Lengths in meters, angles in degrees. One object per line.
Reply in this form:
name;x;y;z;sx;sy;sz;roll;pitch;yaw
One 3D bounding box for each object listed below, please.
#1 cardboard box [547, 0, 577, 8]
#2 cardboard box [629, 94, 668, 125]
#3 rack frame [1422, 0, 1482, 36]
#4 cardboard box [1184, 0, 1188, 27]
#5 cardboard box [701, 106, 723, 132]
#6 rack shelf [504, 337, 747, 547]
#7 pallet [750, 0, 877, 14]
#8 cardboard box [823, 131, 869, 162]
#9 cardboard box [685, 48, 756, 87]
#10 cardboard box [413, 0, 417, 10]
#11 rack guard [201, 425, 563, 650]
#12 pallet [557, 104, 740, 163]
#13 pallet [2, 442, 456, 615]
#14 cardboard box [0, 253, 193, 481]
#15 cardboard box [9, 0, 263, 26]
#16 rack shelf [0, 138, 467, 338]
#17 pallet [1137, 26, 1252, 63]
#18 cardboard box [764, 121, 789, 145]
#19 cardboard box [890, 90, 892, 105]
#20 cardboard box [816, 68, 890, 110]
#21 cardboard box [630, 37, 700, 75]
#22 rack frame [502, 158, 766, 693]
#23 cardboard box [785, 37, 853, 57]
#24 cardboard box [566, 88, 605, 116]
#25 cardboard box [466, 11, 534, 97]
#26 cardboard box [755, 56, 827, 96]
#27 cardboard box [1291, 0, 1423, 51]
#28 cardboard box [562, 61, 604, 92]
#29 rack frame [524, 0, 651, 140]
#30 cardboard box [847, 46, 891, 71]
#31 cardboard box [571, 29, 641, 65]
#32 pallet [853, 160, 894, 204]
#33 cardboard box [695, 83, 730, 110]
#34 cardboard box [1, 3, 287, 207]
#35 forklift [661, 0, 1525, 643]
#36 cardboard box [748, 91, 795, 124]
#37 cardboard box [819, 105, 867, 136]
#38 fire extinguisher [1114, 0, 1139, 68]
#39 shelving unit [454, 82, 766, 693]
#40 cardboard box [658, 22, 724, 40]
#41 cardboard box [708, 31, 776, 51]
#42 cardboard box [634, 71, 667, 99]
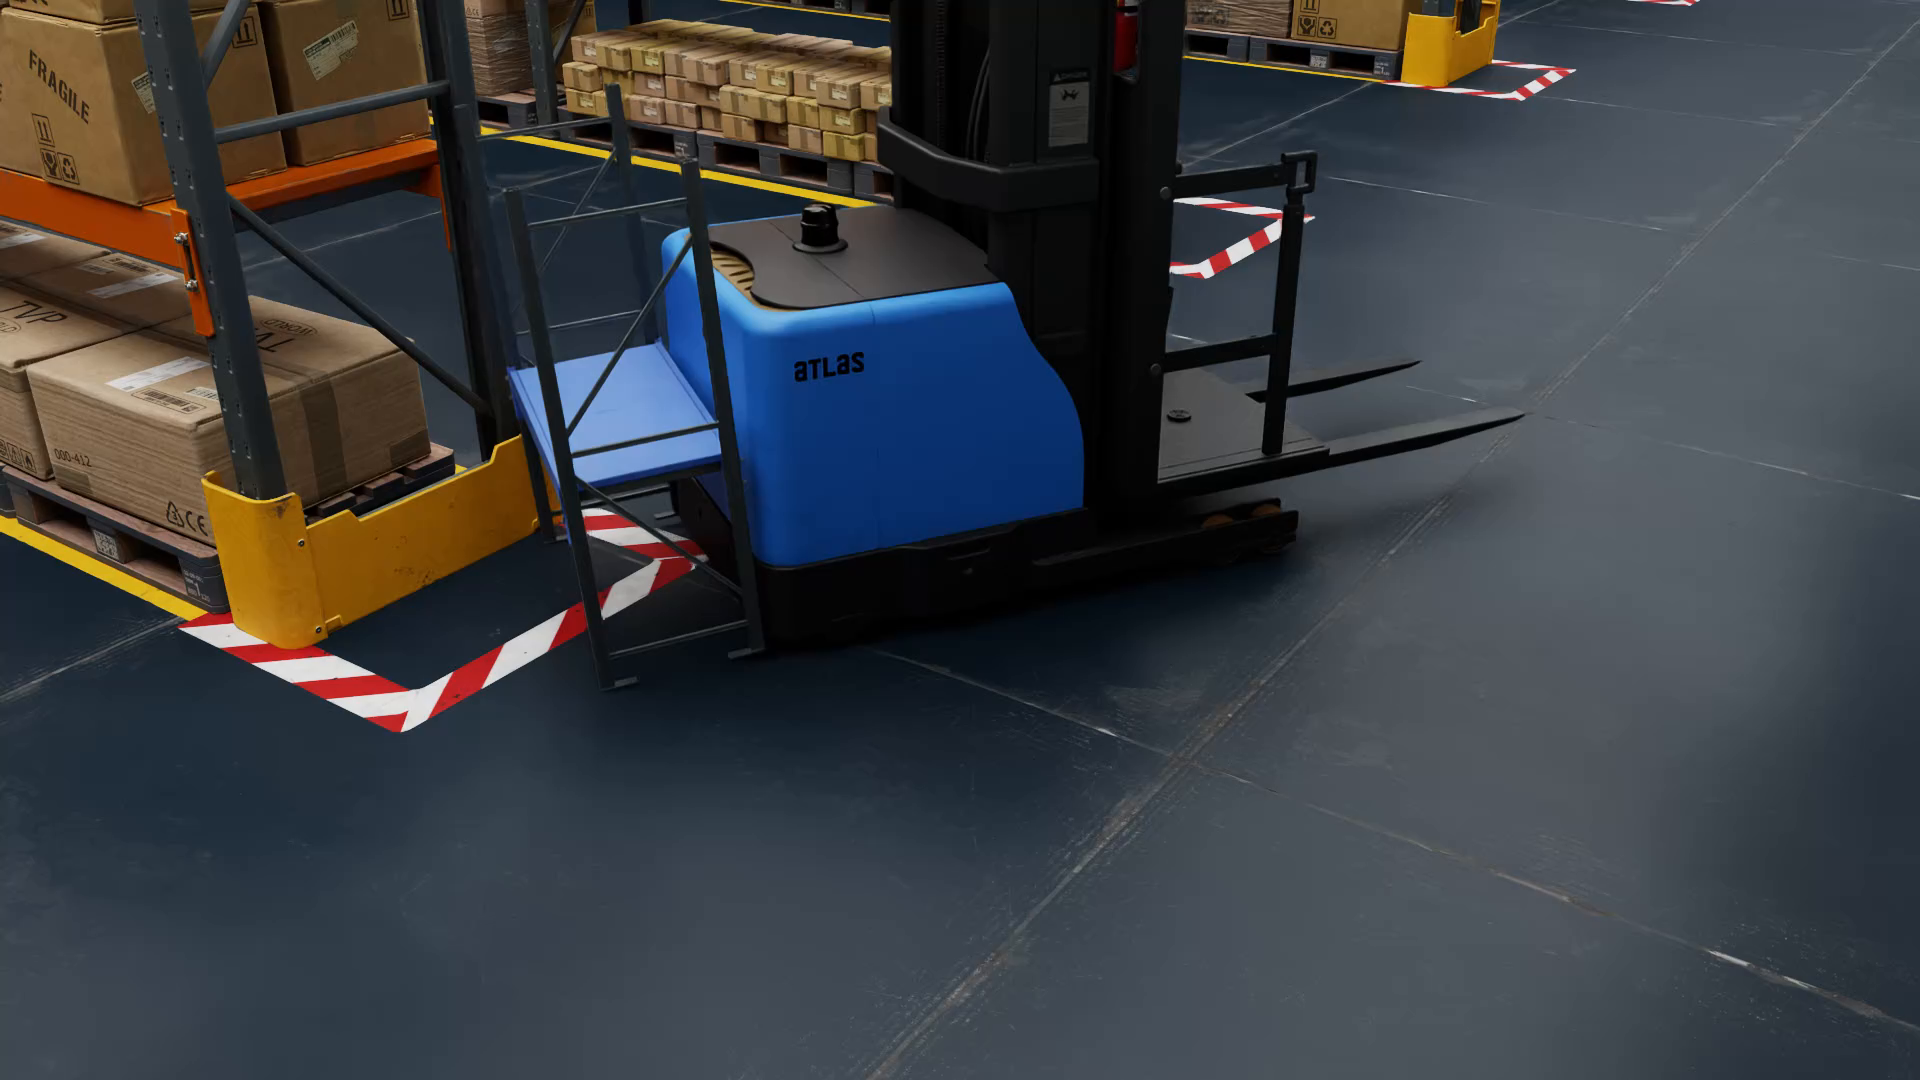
cardboard box;-2.899;-3.857;11.487;0.500;0.250;0.500;16;31;28
cardboard box;-1.867;-2.751;10.529;0.250;0.149;0.380;17;32;30
rack frame;3.750;-4.962;12.193;0.127;3.000;1.000;17;32;30
cardboard box;1.693;-4.799;13.752;0.875;0.875;0.875;17;32;30
cardboard box;-1.388;-2.649;10.327;0.250;0.149;0.380;16;31;28
rack shelf;-1.046;-0.330;5.105;0.538;0.185;1.000;-14;30;-17
pallet;-1.236;-5.229;15.793;1.213;0.211;1.003;17;32;30
cardboard box;-0.589;-2.336;9.714;0.250;0.149;0.380;16;31;28
cardboard box;-1.451;-2.883;10.132;0.250;0.149;0.380;18;32;31
cardboard box;-3.612;-3.802;11.380;0.500;0.250;0.500;19;33;33
rack guard;-1.841;-0.137;5.468;0.348;0.500;1.175;17;32;30
pallet;-1.865;-2.759;10.938;1.213;0.211;1.003;17;32;30
pallet;-2.565;-0.190;5.891;1.213;0.211;1.003;17;32;30
cardboard box;-3.221;-0.666;6.114;0.875;0.438;0.875;18;32;32
cardboard box;-2.393;-1.782;4.732;0.500;0.500;0.500;18;32;32
rack shelf;-3.510;-1.450;6.085;4.000;0.370;1.077;17;32;30
pallet;2.045;-4.209;13.788;1.213;0.211;1.003;17;32;30
cardboard box;-0.969;-2.507;10.049;0.250;0.149;0.380;18;32;32
cardboard box;-0.182;-2.462;9.304;0.250;0.149;0.380;17;31;29
cardboard box;-0.612;-2.600;9.576;0.250;0.149;0.380;19;32;32
cardboard box;-1.842;-3.037;10.435;0.250;0.149;0.380;17;31;30
rack frame;-0.869;-0.274;4.599;0.500;1.500;0.032;-14;30;-17
cardboard box;-0.882;-3.041;10.443;0.250;0.149;0.380;16;31;29
cardboard box;-2.321;-2.864;10.750;0.250;0.149;0.380;16;31;28
cardboard box;-3.192;-3.330;11.279;0.500;0.500;0.500;17;31;29
cardboard box;-0.999;-2.766;9.902;0.250;0.149;0.380;17;32;31
cardboard box;3.177;-4.337;12.844;0.875;0.875;0.875;17;32;30
cardboard box;-2.321;-2.997;10.685;0.250;0.149;0.380;19;33;33
rack frame;-2.439;-4.161;10.619;0.127;3.000;1.000;17;32;30
cardboard box;-0.477;-2.908;10.180;0.250;0.149;0.380;18;32;31
cardboard box;-2.272;-3.177;10.709;0.250;0.149;0.380;19;32;32
pallet;0.146;-2.132;9.707;1.213;0.211;1.003;17;32;30
cardboard box;-1.406;-2.767;10.232;0.250;0.149;0.380;19;33;33
cardboard box;-2.409;-1.327;4.939;0.500;0.500;0.500;18;32;31
forklift;0.589;-1.428;5.325;3.031;2.935;1.130;-12;29;-22
cardboard box;-1.045;-2.606;9.915;0.250;0.149;0.380;18;32;31
cardboard box;-0.602;-2.473;9.654;0.250;0.149;0.380;18;32;31
fire extinguisher;0.804;-2.696;8.236;0.183;0.674;0.296;17;32;30
shelving unit;-1.057;-0.488;5.020;0.538;1.500;1.048;-14;30;-17
cardboard box;-1.765;-3.298;10.947;0.250;0.149;0.380;18;32;31
cardboard box;-1.386;-3.141;10.638;0.250;0.149;0.380;18;32;32
cardboard box;-1.841;-2.917;10.526;0.250;0.149;0.380;17;32;30
